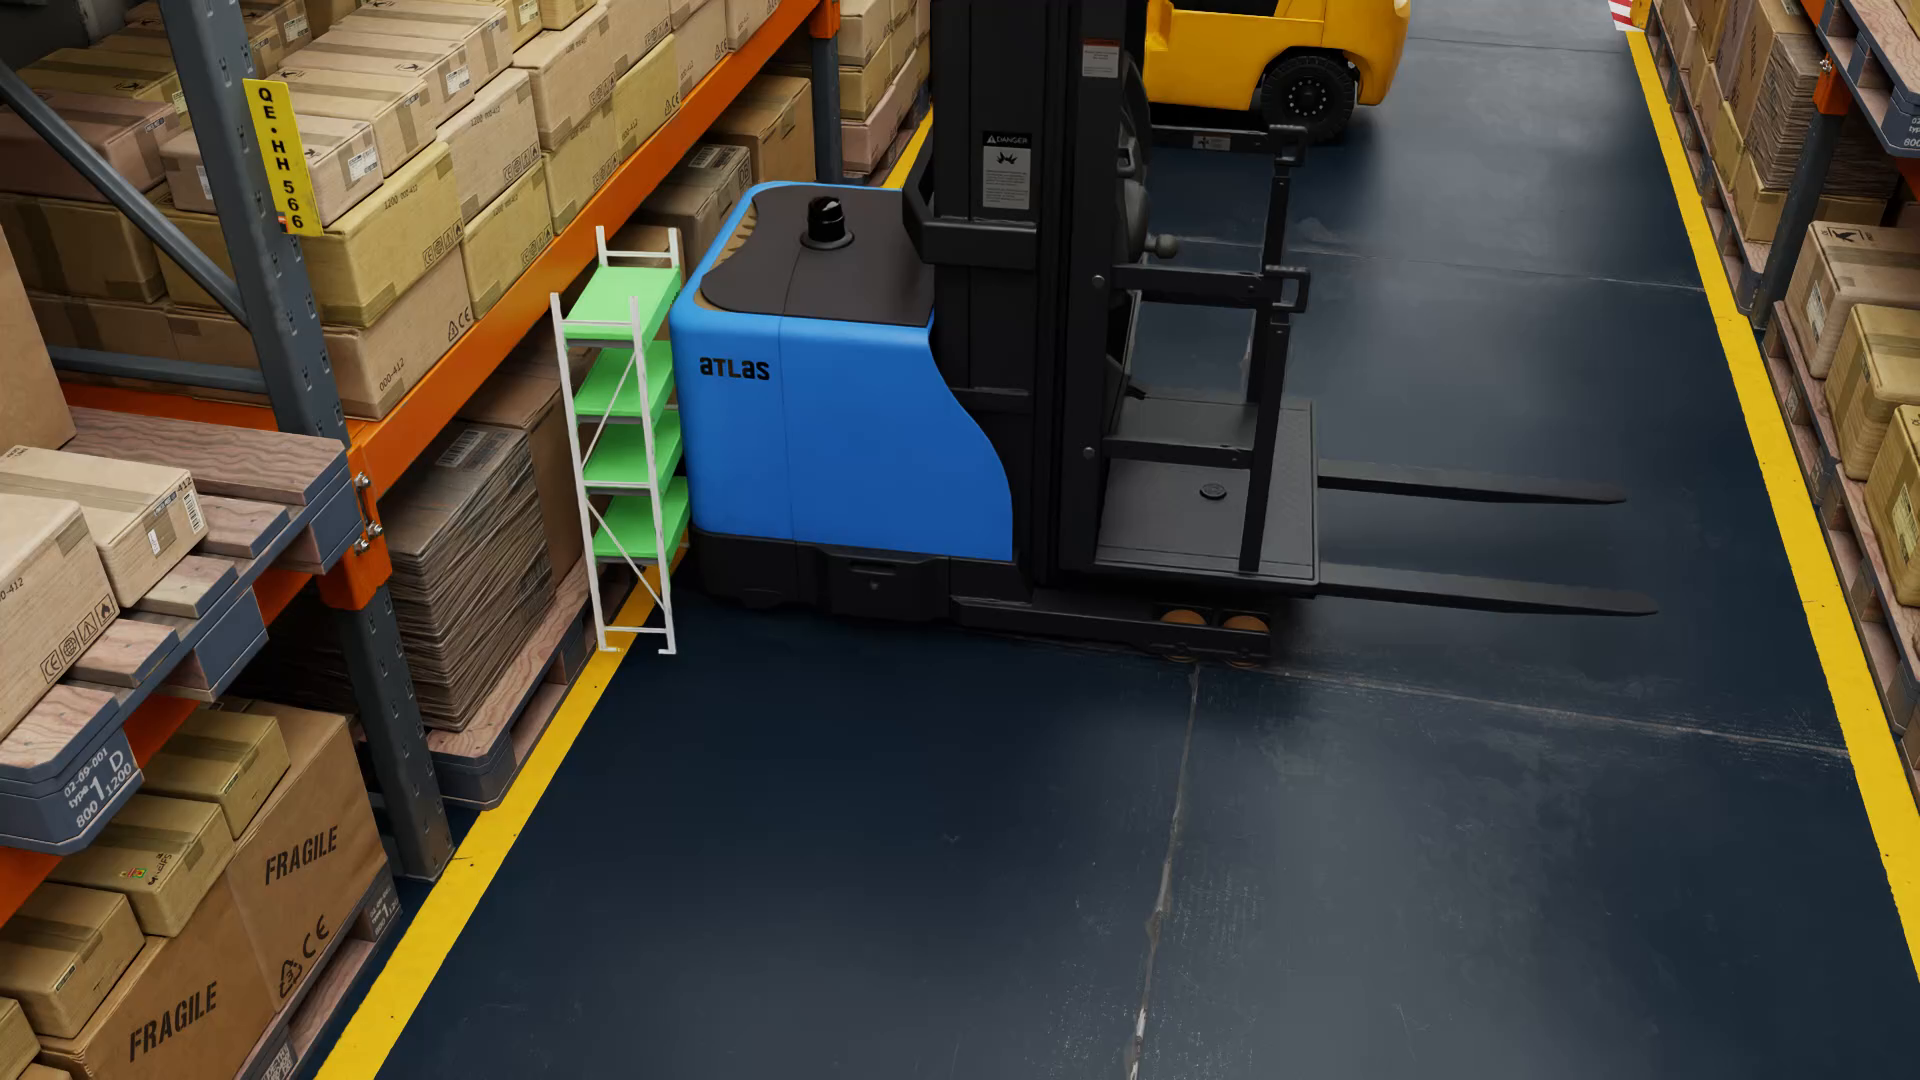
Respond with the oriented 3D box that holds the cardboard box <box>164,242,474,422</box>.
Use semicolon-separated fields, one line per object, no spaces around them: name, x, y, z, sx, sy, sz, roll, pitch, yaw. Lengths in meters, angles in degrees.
cardboard box;-1.552;-0.549;4.079;0.500;0.250;0.500;7;37;10

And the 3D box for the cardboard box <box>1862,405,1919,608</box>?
cardboard box;3.412;-0.052;5.148;0.950;0.372;0.625;8;37;12

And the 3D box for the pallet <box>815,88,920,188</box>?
pallet;-0.821;-2.000;8.330;1.003;0.211;1.213;7;37;10

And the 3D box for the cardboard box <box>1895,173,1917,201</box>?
cardboard box;4.208;-1.723;6.918;0.500;0.500;0.500;9;37;12

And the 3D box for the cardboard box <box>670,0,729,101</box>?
cardboard box;-1.121;-1.727;5.704;0.500;0.250;0.500;8;37;10

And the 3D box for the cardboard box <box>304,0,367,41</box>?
cardboard box;-1.836;-1.495;4.619;0.380;0.149;0.250;7;37;10

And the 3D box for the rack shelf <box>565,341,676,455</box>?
rack shelf;-0.982;-0.439;4.962;0.258;0.148;0.480;2;32;3

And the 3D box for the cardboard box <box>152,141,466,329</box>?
cardboard box;-1.528;-0.748;3.928;0.500;0.250;0.500;7;37;10

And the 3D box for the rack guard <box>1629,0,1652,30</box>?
rack guard;4.657;-3.296;9.872;1.175;0.500;0.348;7;37;10

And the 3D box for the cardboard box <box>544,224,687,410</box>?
cardboard box;-1.464;-0.712;5.841;0.875;0.625;0.625;6;36;8

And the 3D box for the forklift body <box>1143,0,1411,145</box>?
forklift body;1.200;-3.313;8.488;2.313;2.155;1.214;7;37;10

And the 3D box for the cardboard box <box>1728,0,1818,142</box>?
cardboard box;3.790;-2.084;7.415;0.500;0.500;0.500;8;37;11

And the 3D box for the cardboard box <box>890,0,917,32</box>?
cardboard box;-0.502;-2.670;8.011;0.500;0.250;0.500;7;37;10

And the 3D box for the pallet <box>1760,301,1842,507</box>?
pallet;3.654;-0.483;6.237;1.003;0.211;1.213;7;37;10

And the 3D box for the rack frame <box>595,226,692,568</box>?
rack frame;-0.966;-0.421;5.262;0.240;1.200;0.015;2;32;3

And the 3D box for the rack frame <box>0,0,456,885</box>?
rack frame;-1.886;-0.386;3.726;1.000;3.000;0.127;7;37;10

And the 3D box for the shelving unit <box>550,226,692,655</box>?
shelving unit;-0.983;-0.290;5.057;0.258;1.200;0.503;2;32;3

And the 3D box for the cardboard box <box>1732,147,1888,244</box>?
cardboard box;3.682;-1.488;7.232;0.500;0.250;0.500;9;37;12

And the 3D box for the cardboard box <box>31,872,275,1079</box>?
cardboard box;-1.883;1.011;3.571;0.500;0.500;0.500;7;36;9

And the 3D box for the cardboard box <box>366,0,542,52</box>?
cardboard box;-1.376;-1.438;4.539;0.380;0.149;0.250;8;37;10

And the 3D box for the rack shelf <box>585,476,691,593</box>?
rack shelf;-0.984;-0.034;5.220;0.258;0.148;0.480;2;32;3

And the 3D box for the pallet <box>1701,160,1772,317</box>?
pallet;3.928;-1.319;7.390;1.003;0.211;1.213;7;37;10

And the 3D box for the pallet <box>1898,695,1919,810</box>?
pallet;3.133;0.916;4.307;1.003;0.211;1.213;7;37;10

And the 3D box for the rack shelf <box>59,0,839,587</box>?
rack shelf;-1.459;-1.241;5.519;1.077;0.370;4.000;7;37;10

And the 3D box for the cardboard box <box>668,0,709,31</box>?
cardboard box;-1.104;-1.919;5.543;0.500;0.250;0.500;8;37;11

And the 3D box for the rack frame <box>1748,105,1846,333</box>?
rack frame;3.819;-2.059;6.035;1.000;3.000;0.127;7;37;10

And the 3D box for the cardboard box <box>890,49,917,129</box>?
cardboard box;-0.511;-2.264;8.303;0.500;0.250;0.500;7;36;9

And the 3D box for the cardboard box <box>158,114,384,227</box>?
cardboard box;-1.530;-0.835;3.707;0.380;0.149;0.250;8;37;11

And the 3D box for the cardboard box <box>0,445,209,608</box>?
cardboard box;-1.651;-0.029;3.091;0.380;0.149;0.250;8;37;11

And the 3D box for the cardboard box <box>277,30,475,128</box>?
cardboard box;-1.444;-1.138;4.127;0.380;0.149;0.250;8;37;11

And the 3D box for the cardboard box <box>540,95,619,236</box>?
cardboard box;-1.337;-1.133;4.884;0.500;0.250;0.500;6;36;8

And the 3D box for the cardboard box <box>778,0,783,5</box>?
cardboard box;-0.883;-2.296;6.490;0.500;0.250;0.500;8;37;11

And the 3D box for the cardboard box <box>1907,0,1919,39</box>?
cardboard box;3.330;-1.708;5.406;0.380;0.149;0.250;8;37;11

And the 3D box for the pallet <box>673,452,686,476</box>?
pallet;-1.409;-0.421;6.151;1.003;0.211;1.213;7;37;10

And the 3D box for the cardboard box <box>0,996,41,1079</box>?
cardboard box;-1.972;0.960;3.089;0.380;0.149;0.250;8;37;11

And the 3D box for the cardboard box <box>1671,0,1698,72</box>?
cardboard box;4.114;-2.689;8.890;0.500;0.250;0.500;9;37;12

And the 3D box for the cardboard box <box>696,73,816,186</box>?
cardboard box;-1.132;-1.587;7.049;0.875;0.625;0.625;9;37;12

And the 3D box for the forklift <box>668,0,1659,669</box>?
forklift;0.689;-1.121;4.799;3.031;2.935;1.130;5;36;7

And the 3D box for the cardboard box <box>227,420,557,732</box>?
cardboard box;-1.739;0.050;4.791;0.875;0.625;0.625;8;37;11

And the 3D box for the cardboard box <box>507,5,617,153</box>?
cardboard box;-1.315;-1.336;4.739;0.500;0.250;0.500;6;36;9

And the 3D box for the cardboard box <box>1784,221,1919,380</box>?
cardboard box;3.709;-0.864;6.267;0.950;0.372;0.625;8;37;11

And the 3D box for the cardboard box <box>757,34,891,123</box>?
cardboard box;-0.626;-2.177;7.756;0.500;0.250;0.500;7;37;10

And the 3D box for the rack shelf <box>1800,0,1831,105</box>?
rack shelf;4.246;-2.914;7.828;1.077;0.370;4.000;7;37;10

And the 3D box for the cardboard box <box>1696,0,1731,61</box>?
cardboard box;4.003;-2.684;8.243;0.500;0.500;0.500;8;37;11

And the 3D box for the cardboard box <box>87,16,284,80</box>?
cardboard box;-1.952;-1.205;4.219;0.380;0.149;0.250;7;37;10

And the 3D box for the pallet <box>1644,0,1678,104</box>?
pallet;4.449;-2.718;9.320;1.003;0.211;1.213;7;37;10

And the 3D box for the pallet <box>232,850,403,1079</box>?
pallet;-2.082;1.167;3.960;1.003;0.211;1.213;7;37;10

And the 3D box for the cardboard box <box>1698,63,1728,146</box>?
cardboard box;3.899;-2.086;8.057;0.500;0.250;0.500;8;37;11

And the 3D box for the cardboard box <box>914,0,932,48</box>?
cardboard box;-0.402;-2.752;8.551;0.500;0.250;0.500;7;37;10

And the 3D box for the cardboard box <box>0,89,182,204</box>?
cardboard box;-2.014;-0.901;3.799;0.380;0.149;0.250;8;37;11

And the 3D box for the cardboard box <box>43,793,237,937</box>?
cardboard box;-1.772;0.669;3.490;0.380;0.149;0.250;6;36;8
